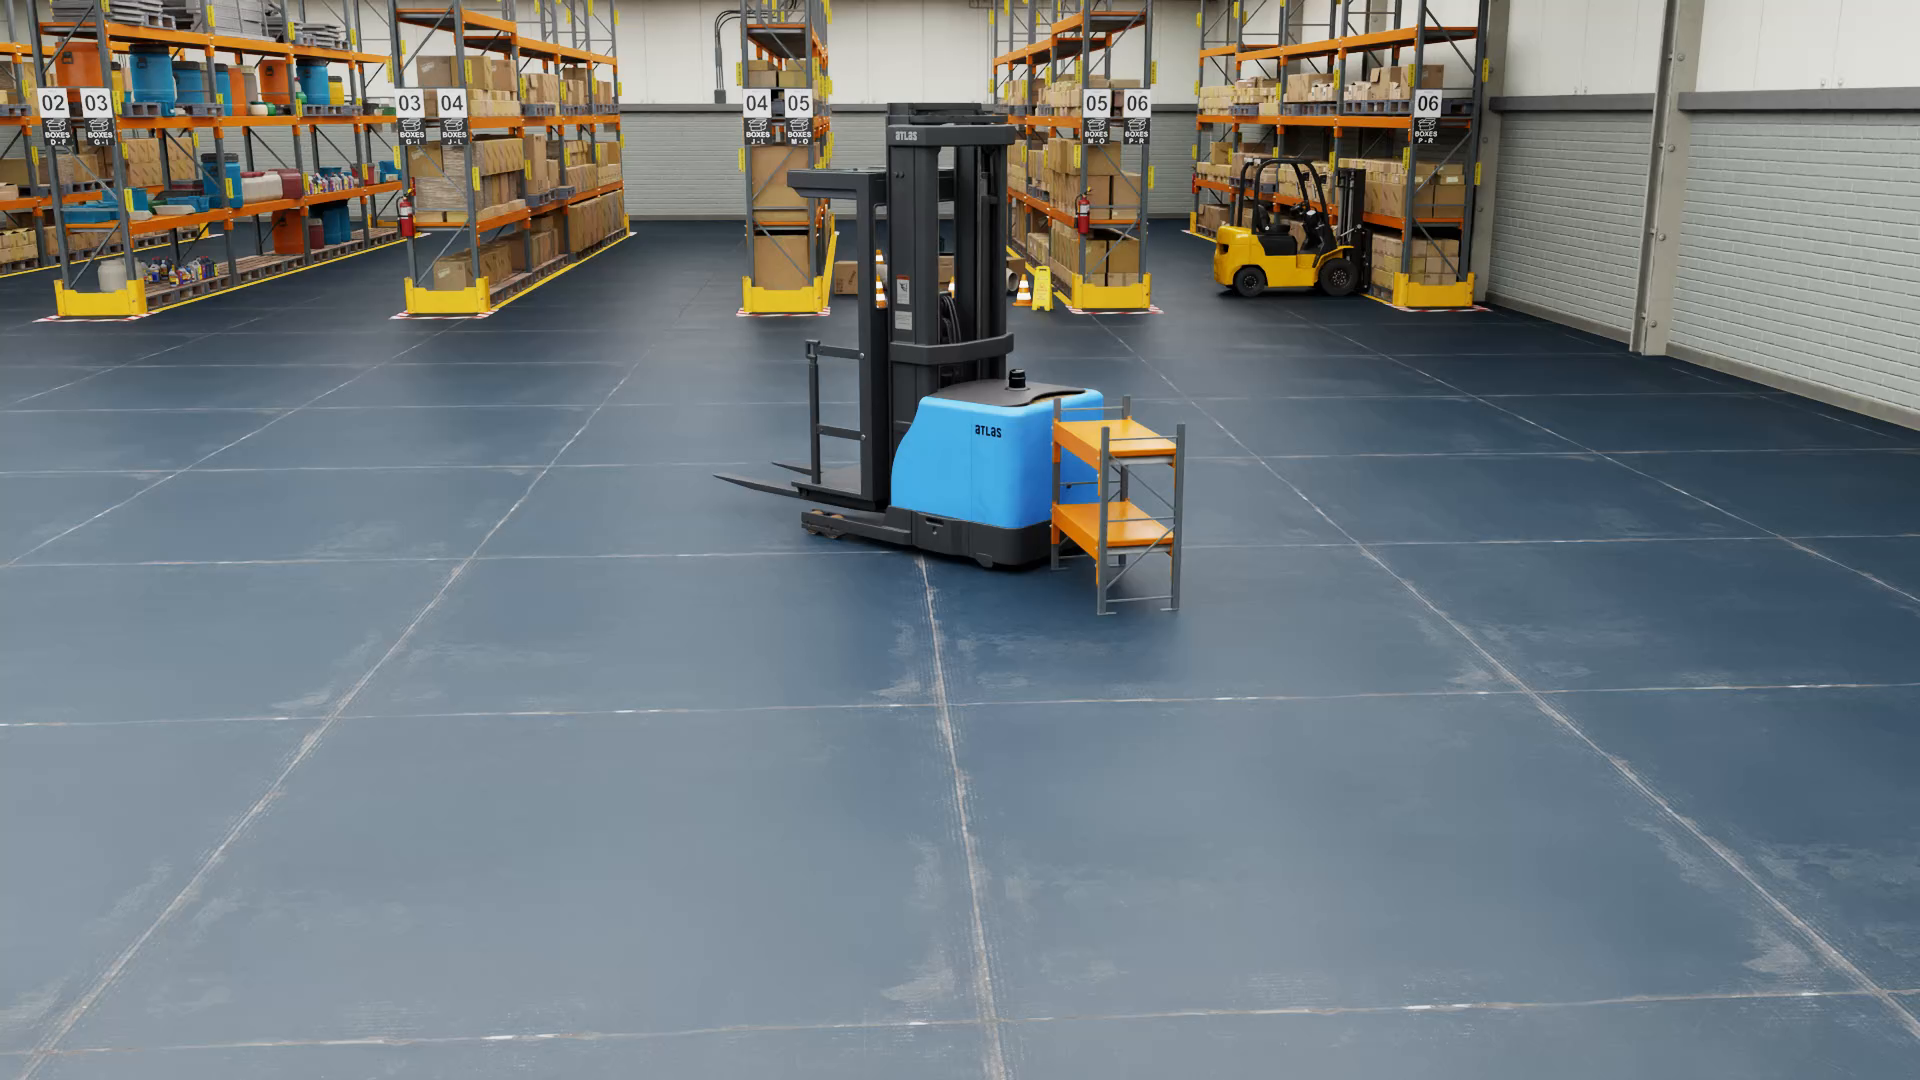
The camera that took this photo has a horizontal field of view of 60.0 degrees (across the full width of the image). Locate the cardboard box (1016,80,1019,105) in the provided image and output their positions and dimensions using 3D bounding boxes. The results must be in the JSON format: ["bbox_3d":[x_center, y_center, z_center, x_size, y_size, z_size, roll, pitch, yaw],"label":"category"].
[{"bbox_3d":[1.403,-9.113,33.862,0.500,0.500,0.500,-1,14,-3],"label":"cardboard box"}]

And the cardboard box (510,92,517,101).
[{"bbox_3d":[-7.533,-7.324,27.452,0.380,0.149,0.250,0,14,-2],"label":"cardboard box"}]

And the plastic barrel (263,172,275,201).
[{"bbox_3d":[-12.730,-6.442,30.320,0.421,0.512,0.421,0,14,0],"label":"plastic barrel"}]

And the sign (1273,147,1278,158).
[{"bbox_3d":[6.215,-7.564,32.740,0.100,0.325,0.005,-1,14,-3],"label":"sign"}]

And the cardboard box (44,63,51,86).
[{"bbox_3d":[-18.061,-9.017,32.326,0.500,0.500,0.500,-1,14,-3],"label":"cardboard box"}]

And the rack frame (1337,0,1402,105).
[{"bbox_3d":[7.004,-8.963,28.302,1.000,3.000,0.127,-1,14,-3],"label":"rack frame"}]

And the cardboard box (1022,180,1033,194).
[{"bbox_3d":[1.511,-7.024,33.107,0.500,0.250,0.500,-1,14,-5],"label":"cardboard box"}]

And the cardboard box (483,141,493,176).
[{"bbox_3d":[-7.380,-5.774,25.145,0.500,0.500,0.500,-1,14,-3],"label":"cardboard box"}]

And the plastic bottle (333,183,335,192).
[{"bbox_3d":[-12.822,-7.215,33.947,0.097,0.201,0.097,0,14,0],"label":"plastic bottle"}]

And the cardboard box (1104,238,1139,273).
[{"bbox_3d":[2.521,-4.431,25.898,0.500,0.500,0.500,-1,14,-5],"label":"cardboard box"}]

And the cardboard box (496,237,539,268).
[{"bbox_3d":[-7.869,-5.101,29.467,0.700,0.500,0.500,-1,14,-4],"label":"cardboard box"}]

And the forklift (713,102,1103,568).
[{"bbox_3d":[-0.486,-1.519,11.549,3.031,2.935,1.130,12,18,38],"label":"forklift"}]

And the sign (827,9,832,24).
[{"bbox_3d":[-3.073,-12.301,39.083,0.100,0.325,0.005,-1,14,-3],"label":"sign"}]

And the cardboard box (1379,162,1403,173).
[{"bbox_3d":[6.861,-5.907,26.365,0.380,0.149,0.250,-1,14,-2],"label":"cardboard box"}]

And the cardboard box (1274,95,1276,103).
[{"bbox_3d":[6.506,-8.840,33.347,0.380,0.149,0.250,-1,14,-2],"label":"cardboard box"}]

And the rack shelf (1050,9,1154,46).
[{"bbox_3d":[2.174,-8.038,26.158,1.077,0.370,4.000,-1,14,-3],"label":"rack shelf"}]

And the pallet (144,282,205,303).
[{"bbox_3d":[-12.706,-3.928,26.370,1.003,0.211,1.213,-1,14,-3],"label":"pallet"}]

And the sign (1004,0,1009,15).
[{"bbox_3d":[0.999,-11.402,35.588,0.100,0.325,0.005,-1,14,-3],"label":"sign"}]

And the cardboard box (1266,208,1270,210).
[{"bbox_3d":[6.864,-7.141,36.134,0.380,0.149,0.250,-1,14,-3],"label":"cardboard box"}]

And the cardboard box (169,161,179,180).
[{"bbox_3d":[-18.112,-8.347,37.749,0.500,0.500,0.500,-1,14,-3],"label":"cardboard box"}]

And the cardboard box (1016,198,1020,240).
[{"bbox_3d":[1.672,-6.991,36.099,0.875,0.875,0.875,0,14,-2],"label":"cardboard box"}]

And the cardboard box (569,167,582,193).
[{"bbox_3d":[-7.917,-7.251,33.487,0.500,0.500,0.500,-1,14,-4],"label":"cardboard box"}]

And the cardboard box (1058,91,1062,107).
[{"bbox_3d":[1.863,-7.138,26.931,0.500,0.250,0.500,-1,14,-3],"label":"cardboard box"}]

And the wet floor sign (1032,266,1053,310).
[{"bbox_3d":[1.241,-3.781,24.927,0.267,0.644,0.232,4,15,16],"label":"wet floor sign"}]

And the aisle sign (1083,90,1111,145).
[{"bbox_3d":[2.012,-6.224,24.481,0.394,0.787,0.004,-1,14,-3],"label":"aisle sign"}]

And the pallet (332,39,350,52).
[{"bbox_3d":[-13.199,-10.155,34.117,1.003,0.211,1.213,-1,14,-3],"label":"pallet"}]

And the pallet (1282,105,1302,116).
[{"bbox_3d":[6.887,-8.246,31.915,1.213,0.211,1.003,0,14,-1],"label":"pallet"}]

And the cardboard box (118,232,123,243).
[{"bbox_3d":[-17.908,-6.549,35.093,0.500,0.500,0.500,-1,14,-4],"label":"cardboard box"}]

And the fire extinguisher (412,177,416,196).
[{"bbox_3d":[-13.084,-8.561,39.685,0.296,0.674,0.183,-1,14,-3],"label":"fire extinguisher"}]

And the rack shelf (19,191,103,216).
[{"bbox_3d":[-18.101,-6.819,33.452,1.077,0.370,4.000,-1,14,-3],"label":"rack shelf"}]

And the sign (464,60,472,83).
[{"bbox_3d":[-7.052,-6.717,23.837,0.100,0.325,0.005,-1,14,-3],"label":"sign"}]

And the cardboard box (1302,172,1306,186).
[{"bbox_3d":[6.641,-6.726,30.946,0.500,0.250,0.500,-1,14,-3],"label":"cardboard box"}]

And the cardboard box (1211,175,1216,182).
[{"bbox_3d":[6.074,-8.448,38.844,0.380,0.149,0.250,-1,14,-2],"label":"cardboard box"}]

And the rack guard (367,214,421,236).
[{"bbox_3d":[-13.543,-7.530,39.790,1.175,0.500,0.348,-1,14,-3],"label":"rack guard"}]

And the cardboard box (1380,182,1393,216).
[{"bbox_3d":[6.936,-5.359,26.133,0.500,0.500,0.500,0,14,-2],"label":"cardboard box"}]

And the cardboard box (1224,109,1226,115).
[{"bbox_3d":[6.160,-9.652,37.504,0.380,0.149,0.250,-1,14,-4],"label":"cardboard box"}]

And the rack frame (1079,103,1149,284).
[{"bbox_3d":[2.297,-4.985,24.882,1.000,3.000,0.127,-1,14,-3],"label":"rack frame"}]

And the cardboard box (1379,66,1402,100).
[{"bbox_3d":[7.017,-7.178,26.142,0.700,0.500,0.500,-1,14,-3],"label":"cardboard box"}]

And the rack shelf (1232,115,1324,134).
[{"bbox_3d":[6.632,-8.654,34.565,1.077,0.370,4.000,-1,14,-3],"label":"rack shelf"}]

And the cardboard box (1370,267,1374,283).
[{"bbox_3d":[6.864,-4.295,26.874,0.500,0.250,0.500,-1,14,-3],"label":"cardboard box"}]

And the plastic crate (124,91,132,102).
[{"bbox_3d":[-12.956,-6.670,25.443,0.392,0.384,0.575,-1,14,-3],"label":"plastic crate"}]

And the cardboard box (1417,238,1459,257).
[{"bbox_3d":[7.411,-4.541,25.825,0.500,0.250,0.500,-1,14,-4],"label":"cardboard box"}]

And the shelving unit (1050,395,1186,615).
[{"bbox_3d":[0.947,-0.241,10.206,0.538,1.125,1.048,-3,15,-12],"label":"shelving unit"}]

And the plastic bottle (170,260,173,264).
[{"bbox_3d":[-13.049,-4.484,27.502,0.061,0.283,0.133,-1,14,-3],"label":"plastic bottle"}]

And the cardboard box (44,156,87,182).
[{"bbox_3d":[-18.053,-7.478,33.527,0.700,0.500,0.500,-5,15,-18],"label":"cardboard box"}]

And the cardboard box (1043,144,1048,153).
[{"bbox_3d":[1.700,-7.040,29.927,0.380,0.149,0.250,-2,15,-6],"label":"cardboard box"}]

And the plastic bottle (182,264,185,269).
[{"bbox_3d":[-12.525,-4.322,26.873,0.061,0.283,0.133,-1,14,-3],"label":"plastic bottle"}]

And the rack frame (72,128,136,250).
[{"bbox_3d":[-18.224,-7.665,35.296,1.000,3.000,0.127,-1,14,-3],"label":"rack frame"}]

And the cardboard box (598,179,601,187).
[{"bbox_3d":[-8.023,-7.774,36.224,0.380,0.149,0.250,-1,14,-3],"label":"cardboard box"}]
